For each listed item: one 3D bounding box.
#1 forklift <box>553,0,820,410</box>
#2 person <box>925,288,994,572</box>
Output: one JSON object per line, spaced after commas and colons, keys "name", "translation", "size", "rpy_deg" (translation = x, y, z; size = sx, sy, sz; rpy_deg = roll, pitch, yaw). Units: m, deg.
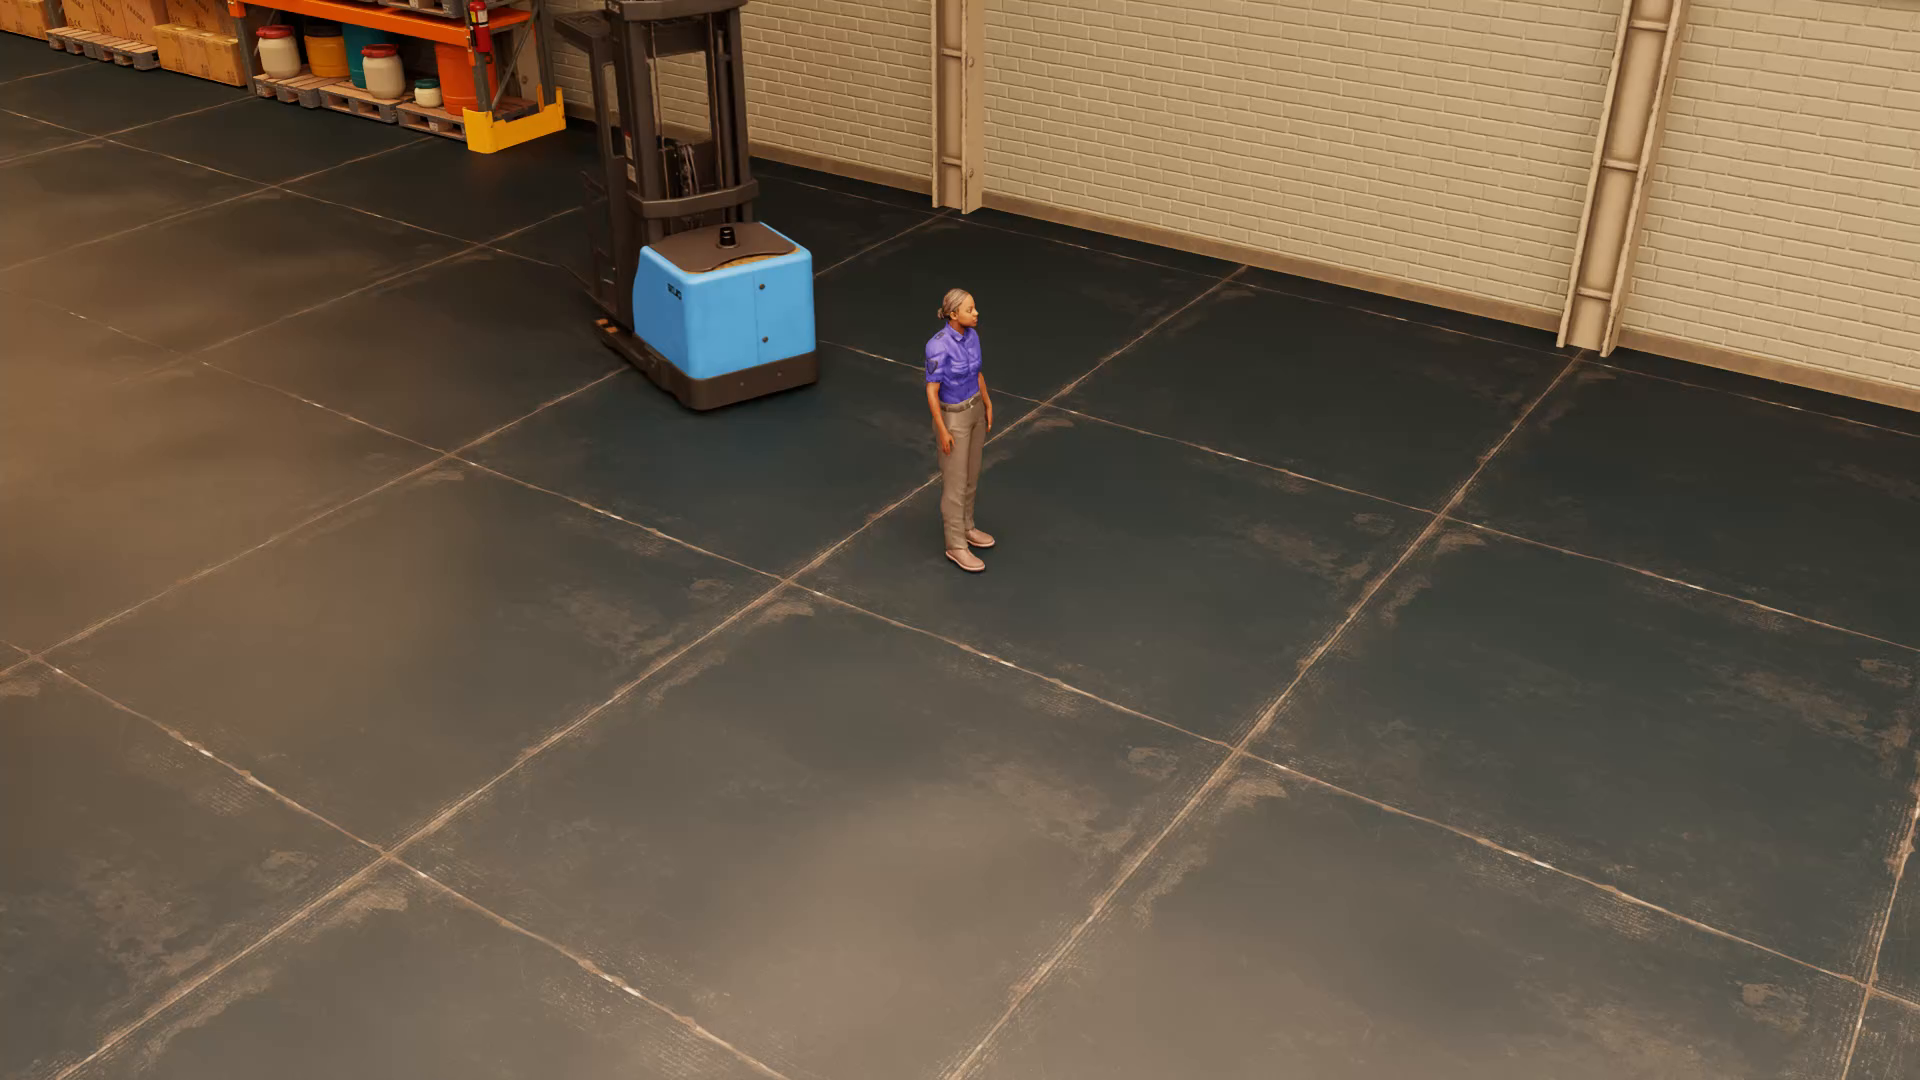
{"name": "forklift", "translation": [-2.278, -2.898, 12.571], "size": [1.130, 2.935, 3.031], "rpy_deg": [-18, 35, -28]}
{"name": "person", "translation": [0.062, -0.689, 10.024], "size": [0.503, 1.656, 0.569], "rpy_deg": [19, 35, 29]}
